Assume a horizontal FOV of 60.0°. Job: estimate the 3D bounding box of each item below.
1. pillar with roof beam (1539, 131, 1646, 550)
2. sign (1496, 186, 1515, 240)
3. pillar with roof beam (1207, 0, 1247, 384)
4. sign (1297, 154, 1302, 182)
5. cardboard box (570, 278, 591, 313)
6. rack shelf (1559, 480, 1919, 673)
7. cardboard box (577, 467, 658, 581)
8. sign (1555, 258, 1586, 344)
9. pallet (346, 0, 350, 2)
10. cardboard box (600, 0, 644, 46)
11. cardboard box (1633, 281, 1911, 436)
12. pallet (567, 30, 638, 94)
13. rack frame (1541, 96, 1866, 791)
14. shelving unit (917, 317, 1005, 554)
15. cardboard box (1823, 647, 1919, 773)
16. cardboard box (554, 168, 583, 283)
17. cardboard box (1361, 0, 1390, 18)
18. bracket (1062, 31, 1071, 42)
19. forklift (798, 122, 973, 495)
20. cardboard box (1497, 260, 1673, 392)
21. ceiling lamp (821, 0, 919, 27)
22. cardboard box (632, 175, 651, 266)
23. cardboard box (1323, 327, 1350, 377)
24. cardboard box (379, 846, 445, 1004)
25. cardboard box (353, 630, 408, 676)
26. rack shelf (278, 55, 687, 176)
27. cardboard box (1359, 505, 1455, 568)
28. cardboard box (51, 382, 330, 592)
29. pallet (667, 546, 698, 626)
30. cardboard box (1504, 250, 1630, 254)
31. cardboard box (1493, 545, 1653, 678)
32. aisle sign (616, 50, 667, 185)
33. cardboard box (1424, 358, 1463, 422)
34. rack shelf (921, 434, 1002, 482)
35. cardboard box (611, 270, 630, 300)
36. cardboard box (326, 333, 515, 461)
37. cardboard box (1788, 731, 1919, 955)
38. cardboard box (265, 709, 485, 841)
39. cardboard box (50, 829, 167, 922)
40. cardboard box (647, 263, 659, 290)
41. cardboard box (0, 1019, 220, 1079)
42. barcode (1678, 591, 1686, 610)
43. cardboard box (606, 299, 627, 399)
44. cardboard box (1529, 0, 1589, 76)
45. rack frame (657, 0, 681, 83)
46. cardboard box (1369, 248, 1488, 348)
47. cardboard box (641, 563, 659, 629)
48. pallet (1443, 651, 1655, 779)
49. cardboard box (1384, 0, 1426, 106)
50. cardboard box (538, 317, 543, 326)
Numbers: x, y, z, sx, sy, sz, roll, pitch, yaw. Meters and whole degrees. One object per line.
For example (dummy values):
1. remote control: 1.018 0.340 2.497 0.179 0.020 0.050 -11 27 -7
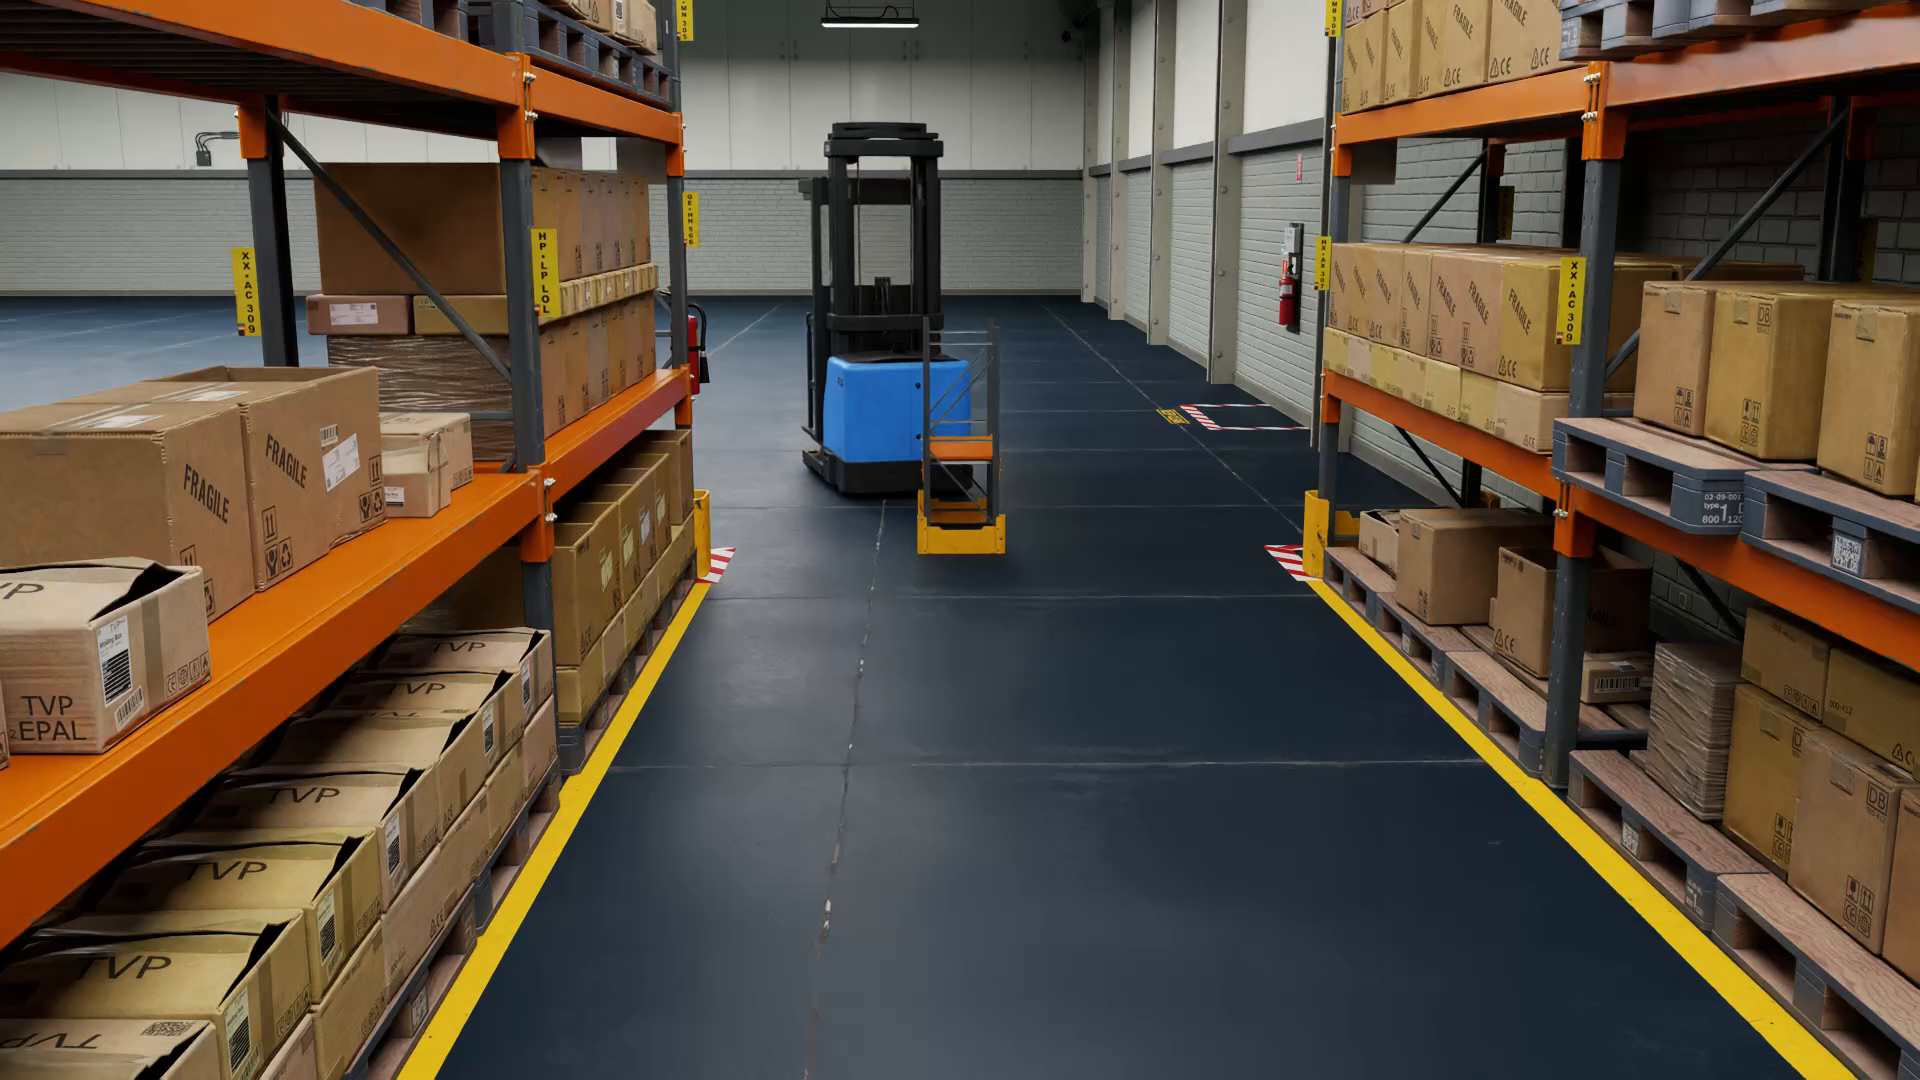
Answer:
1. pillar with roof beam: -0.648 -4.066 8.970 9.100 9.000 0.400 0 11 -1
2. sign: 3.332 -2.000 10.167 0.100 0.325 0.005 0 11 -1
3. pillar with roof beam: -0.896 -6.452 20.728 9.100 9.000 0.400 0 11 -1
4. sign: 3.618 -3.966 17.734 0.001 0.298 0.199 0 11 -1
5. cardboard box: -1.936 -1.141 7.754 0.380 0.149 0.250 -1 11 -3
6. rack shelf: 2.901 0.266 4.514 1.077 0.370 4.000 0 11 -1
7. cardboard box: -1.823 -0.081 8.386 0.500 0.500 0.500 0 11 -1
8. sign: 2.317 -0.905 6.298 0.100 0.325 0.005 0 11 -1
9. pallet: -2.140 -1.403 3.859 1.003 0.211 1.213 0 11 1
10. cardboard box: -1.877 -2.621 8.205 0.500 0.311 0.500 1 12 6
11. cardboard box: 2.836 -0.648 5.850 0.700 0.500 0.500 0 11 -1
12. pallet: -2.159 -2.301 8.037 1.003 0.211 1.213 0 11 -1
13. rack frame: 2.859 -0.484 6.403 1.000 3.000 0.127 0 11 -1
14. shelving unit: -0.002 -0.750 11.485 0.587 1.500 1.083 0 11 -1
15. cardboard box: 2.918 0.495 4.871 0.500 0.250 0.500 -1 11 -3
16. cardboard box: -2.130 -1.436 7.580 0.700 0.500 0.500 0 11 -1
17. cardboard box: 2.502 -3.121 9.037 0.500 0.500 0.500 0 11 -2
18. bracket: 2.624 -12.364 40.816 0.235 0.232 0.430 0 11 -1
19. forklift: -0.763 -2.045 14.268 1.130 2.935 3.031 -3 12 -14
20. cardboard box: 2.540 -0.881 6.798 0.500 0.500 0.500 0 11 -1
21. ceiling lamp: -1.844 -12.120 33.985 2.000 3.185 0.800 0 11 -1
22. cardboard box: -2.178 -1.840 9.569 0.700 0.500 0.500 0 11 -1
23. cardboard box: 2.469 -1.118 9.850 0.500 0.250 0.500 -1 11 -3
24. cardboard box: -1.766 1.063 4.634 0.500 0.250 0.500 0 11 0
25. cardboard box: -2.334 0.487 6.064 0.500 0.311 0.500 0 11 -1
26. rack shelf: -2.135 -1.978 8.032 1.077 0.370 4.000 0 11 -1
27. cardboard box: 2.701 -0.040 9.866 0.500 0.311 0.500 -2 12 -8
28. cardboard box: -2.072 -0.155 4.529 0.500 0.500 0.500 0 11 -1
29. pallet: -2.118 0.260 9.747 1.003 0.211 1.213 0 11 -1
30. cardboard box: 3.025 -1.188 8.309 0.500 0.500 0.500 0 11 0
31. cardboard box: 2.798 0.319 7.624 0.500 0.500 0.500 -1 12 -5
32. aisle sign: -1.884 -2.547 10.030 0.394 0.787 0.004 0 11 -1
33. cardboard box: 2.519 -0.713 7.854 0.500 0.250 0.500 0 11 -1
34. rack shelf: -0.002 -0.576 11.529 0.538 0.185 1.000 0 11 -1
35. cardboard box: -1.957 -1.345 8.762 0.380 0.149 0.250 0 11 1
36. cardboard box: -2.109 -0.601 6.723 0.700 0.500 0.500 -1 11 -3
37. cardboard box: 2.922 0.875 4.880 0.700 0.500 0.500 0 11 -1
38. cardboard box: -1.773 0.686 5.085 0.500 0.311 0.500 0 11 -1
39. cardboard box: -2.293 0.892 4.067 0.500 0.311 0.500 0 11 -2
40. cardboard box: -1.978 -1.550 9.773 0.380 0.149 0.250 0 11 -2
41. cardboard box: -1.728 1.093 3.074 0.500 0.311 0.500 0 11 1
42. barcode: 3.088 0.260 7.110 0.001 0.075 0.075 0 11 -1
43. cardboard box: -2.159 -1.012 8.749 0.700 0.500 0.500 0 11 -1
44. cardboard box: 2.602 -2.113 6.585 0.500 0.500 0.500 0 11 0
45. rack frame: -2.176 -4.199 9.621 1.000 3.000 0.127 0 11 -1
46. cardboard box: 2.491 -1.286 8.796 0.500 0.500 0.500 -1 11 -3
47. cardboard box: -1.826 0.287 8.461 0.500 0.250 0.500 0 11 -1
48. pallet: 2.810 0.749 7.337 1.003 0.211 1.213 0 11 -1
49. cardboard box: 2.524 -2.531 8.643 0.500 0.500 0.500 0 11 1
50. cardboard box: -1.911 -0.934 6.737 0.380 0.149 0.250 0 11 0
